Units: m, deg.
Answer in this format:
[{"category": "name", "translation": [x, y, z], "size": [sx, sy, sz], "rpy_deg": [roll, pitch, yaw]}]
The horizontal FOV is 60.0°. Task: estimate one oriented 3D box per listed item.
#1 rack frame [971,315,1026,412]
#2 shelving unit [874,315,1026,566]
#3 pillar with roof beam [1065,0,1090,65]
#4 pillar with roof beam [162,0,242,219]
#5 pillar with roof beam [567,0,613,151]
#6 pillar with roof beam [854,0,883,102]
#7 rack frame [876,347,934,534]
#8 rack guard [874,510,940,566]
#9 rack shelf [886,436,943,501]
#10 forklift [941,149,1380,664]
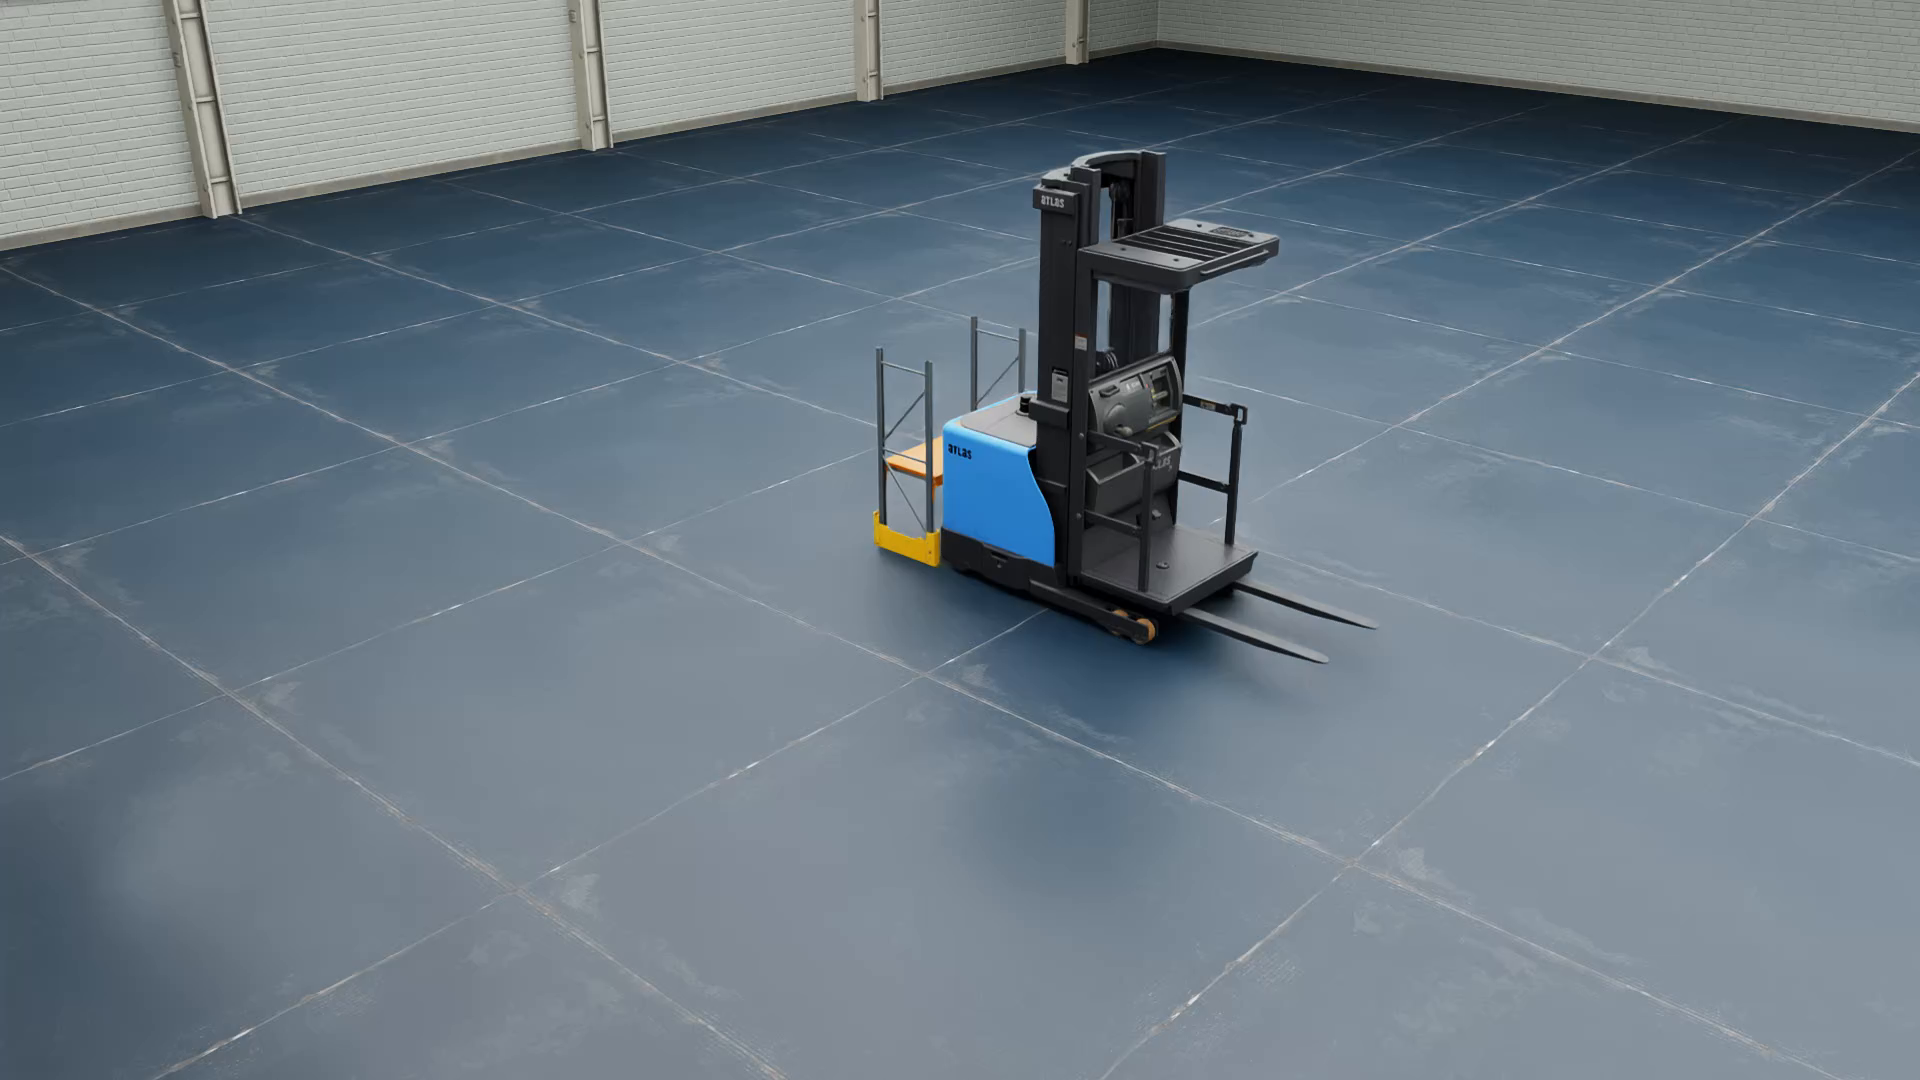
[{"category": "rack frame", "translation": [0.279, -0.902, 12.400], "size": [0.500, 1.500, 0.032], "rpy_deg": [19, 31, 37]}, {"category": "shelving unit", "translation": [-0.059, -0.742, 12.043], "size": [0.587, 1.500, 1.083], "rpy_deg": [19, 31, 37]}, {"category": "pillar with roof beam", "translation": [5.589, -12.669, 29.479], "size": [9.100, 9.000, 0.400], "rpy_deg": [20, 31, 38]}, {"category": "pillar with roof beam", "translation": [-6.425, -7.185, 17.248], "size": [9.100, 9.000, 0.400], "rpy_deg": [20, 31, 38]}, {"category": "pillar with roof beam", "translation": [-2.420, -9.013, 21.325], "size": [9.100, 9.000, 0.400], "rpy_deg": [20, 31, 38]}, {"category": "pillar with roof beam", "translation": [1.584, -10.841, 25.402], "size": [9.100, 9.000, 0.400], "rpy_deg": [20, 31, 38]}, {"category": "rack frame", "translation": [-0.385, -0.587, 11.698], "size": [0.500, 1.500, 0.032], "rpy_deg": [19, 31, 37]}, {"category": "rack guard", "translation": [-0.385, -0.017, 11.954], "size": [0.587, 0.250, 0.087], "rpy_deg": [19, 31, 37]}, {"category": "rack shelf", "translation": [-0.053, -0.581, 12.123], "size": [0.538, 0.185, 1.000], "rpy_deg": [19, 31, 37]}, {"category": "forklift", "translation": [1.299, -0.906, 10.659], "size": [3.031, 2.935, 1.130], "rpy_deg": [20, 31, 38]}]
